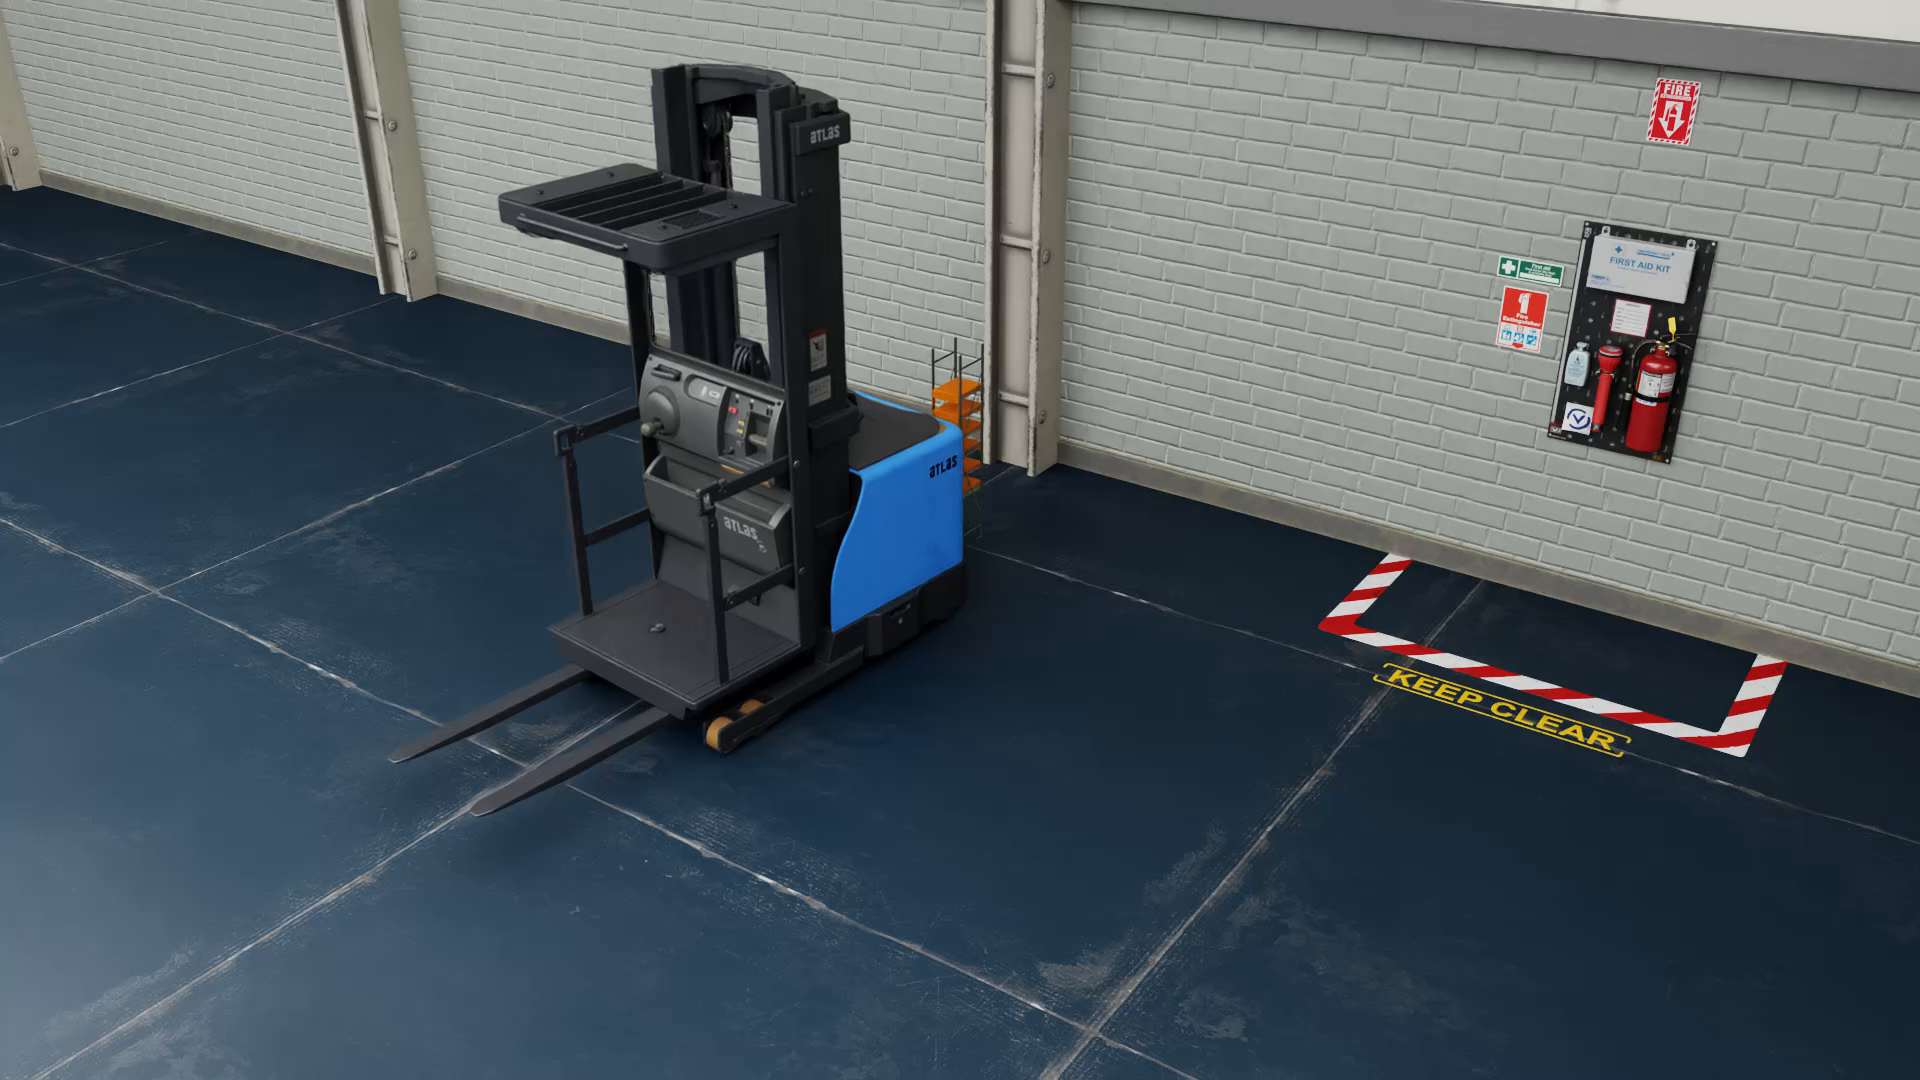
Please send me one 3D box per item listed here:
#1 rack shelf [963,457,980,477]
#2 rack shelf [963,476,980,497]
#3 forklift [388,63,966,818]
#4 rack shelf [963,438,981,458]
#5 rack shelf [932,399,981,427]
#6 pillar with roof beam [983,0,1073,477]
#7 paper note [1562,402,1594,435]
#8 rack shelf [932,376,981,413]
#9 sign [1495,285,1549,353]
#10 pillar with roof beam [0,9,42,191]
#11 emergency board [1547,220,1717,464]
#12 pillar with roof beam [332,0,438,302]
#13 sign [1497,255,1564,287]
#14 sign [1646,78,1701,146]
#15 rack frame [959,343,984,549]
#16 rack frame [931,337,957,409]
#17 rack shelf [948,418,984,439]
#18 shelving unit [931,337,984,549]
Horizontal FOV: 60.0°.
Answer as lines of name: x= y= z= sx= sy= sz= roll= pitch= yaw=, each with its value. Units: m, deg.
rack shelf: x=-0.012 y=-0.392 z=9.560 sx=0.180 sy=0.103 sz=0.258 roll=17 pitch=32 yaw=30
rack shelf: x=-0.012 y=-0.285 z=9.614 sx=0.180 sy=0.103 sz=0.258 roll=17 pitch=32 yaw=30
forklift: x=-1.303 y=-0.567 z=7.632 sx=1.130 sy=2.935 sz=3.031 roll=21 pitch=34 yaw=35
rack shelf: x=-0.012 y=-0.499 z=9.505 sx=0.180 sy=0.103 sz=0.258 roll=17 pitch=32 yaw=30
rack shelf: x=-0.012 y=-0.713 z=9.396 sx=0.180 sy=0.103 sz=0.258 roll=17 pitch=32 yaw=30
pillar with roof beam: x=-2.044 y=-2.909 z=5.544 sx=0.400 sy=9.000 sz=9.100 roll=17 pitch=32 yaw=30
paper note: x=3.217 y=-0.631 z=8.655 sx=0.142 sy=0.148 sz=0.016 roll=17 pitch=32 yaw=30
rack shelf: x=-0.012 y=-0.820 z=9.342 sx=0.180 sy=0.103 sz=0.258 roll=17 pitch=32 yaw=30
sign: x=2.927 y=-1.149 z=8.662 sx=0.234 sy=0.329 sz=0.001 roll=17 pitch=32 yaw=30
pillar with roof beam: x=-11.935 y=-5.990 z=11.599 sx=0.400 sy=9.000 sz=9.100 roll=17 pitch=32 yaw=30
emergency board: x=3.324 y=-0.953 z=8.315 sx=0.643 sy=1.169 sz=0.194 roll=17 pitch=32 yaw=30
pillar with roof beam: x=-6.989 y=-4.450 z=8.572 sx=0.400 sy=9.000 sz=9.100 roll=17 pitch=32 yaw=30
sign: x=2.925 y=-1.381 z=8.533 sx=0.331 sy=0.109 sz=0.001 roll=17 pitch=32 yaw=30
sign: x=3.374 y=-2.025 z=7.867 sx=0.199 sy=0.298 sz=0.001 roll=17 pitch=32 yaw=30
rack frame: x=0.063 y=-0.515 z=9.439 sx=0.006 sy=1.200 sz=0.240 roll=17 pitch=32 yaw=30
rack frame: x=-0.087 y=-0.562 z=9.531 sx=0.006 sy=1.200 sz=0.240 roll=17 pitch=32 yaw=30
rack shelf: x=-0.012 y=-0.606 z=9.451 sx=0.180 sy=0.103 sz=0.258 roll=17 pitch=32 yaw=30
shelving unit: x=-0.012 y=-0.538 z=9.485 sx=0.189 sy=1.200 sz=0.258 roll=17 pitch=32 yaw=30
